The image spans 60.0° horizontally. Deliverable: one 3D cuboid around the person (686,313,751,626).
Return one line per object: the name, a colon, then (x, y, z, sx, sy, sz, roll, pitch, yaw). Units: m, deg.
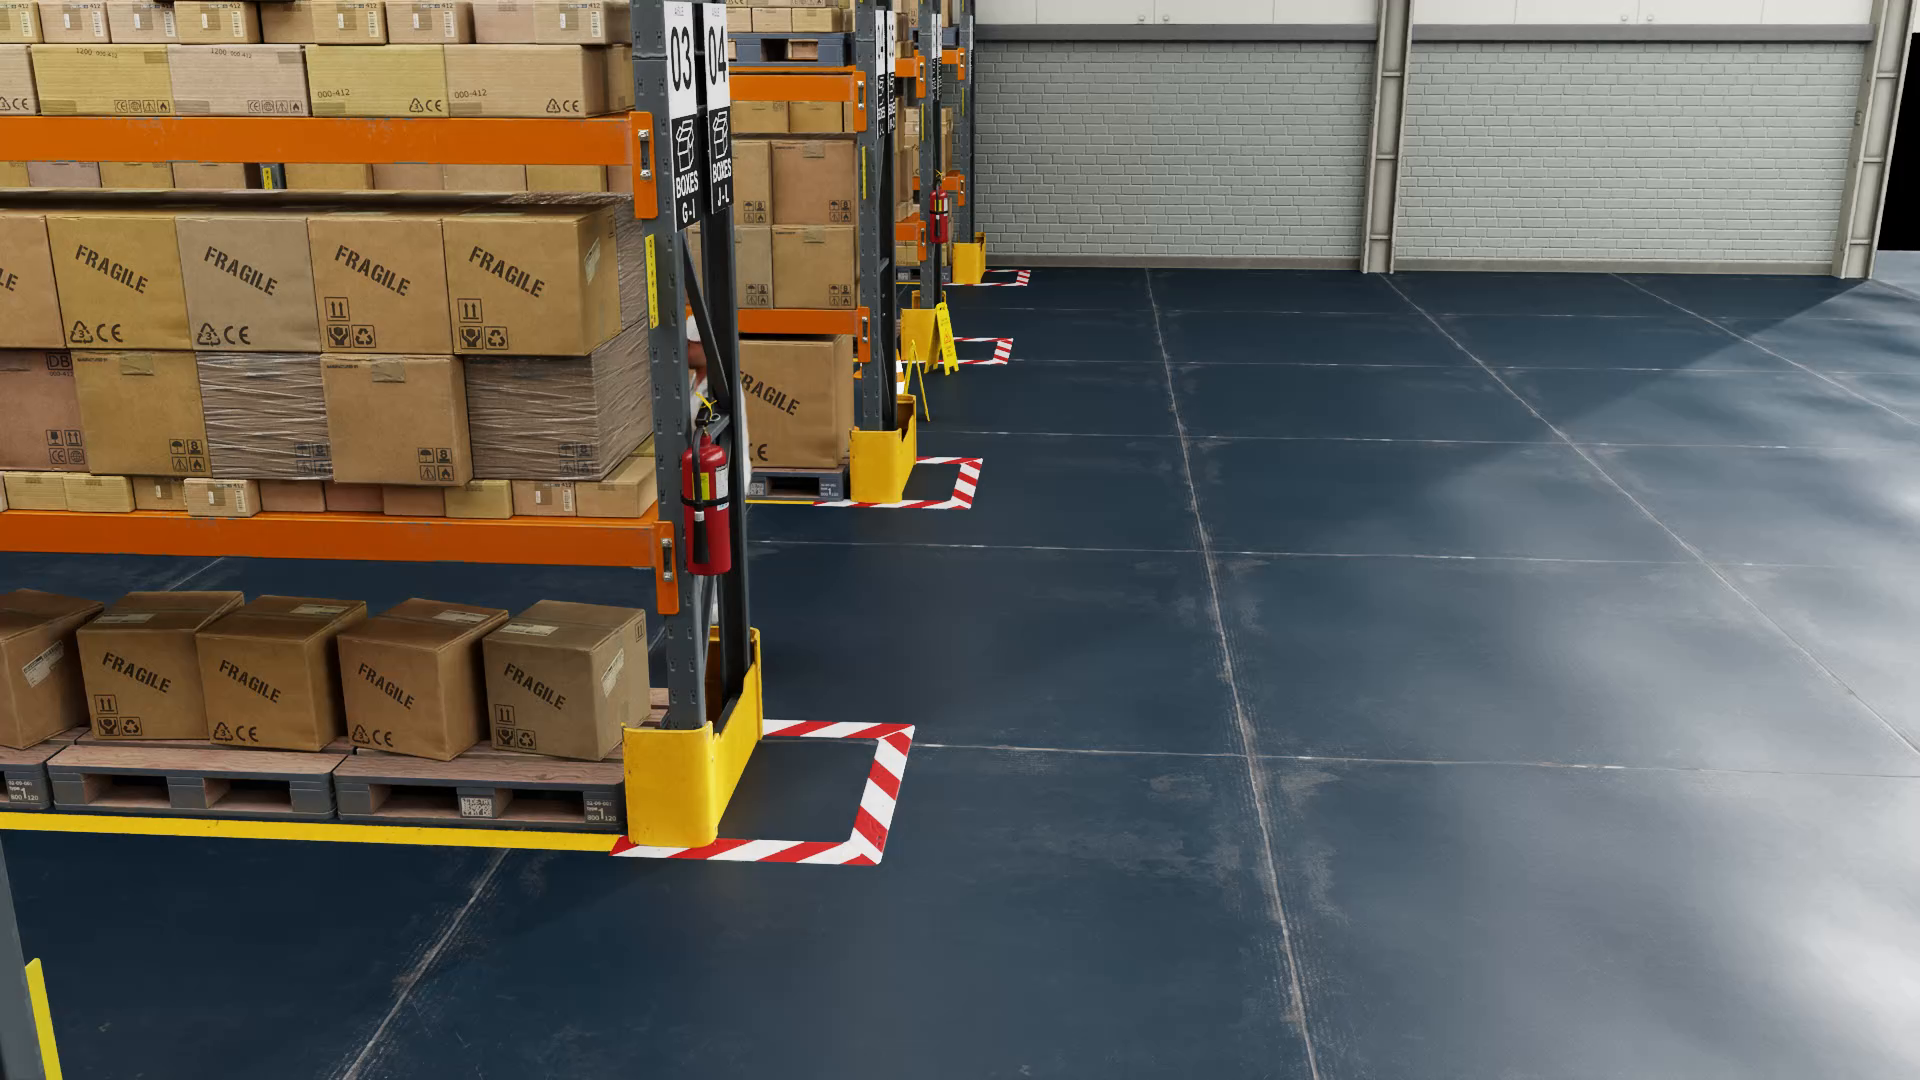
person: (-1.280, -0.244, 8.284, 0.462, 1.792, 0.535, -5, 18, -15)
